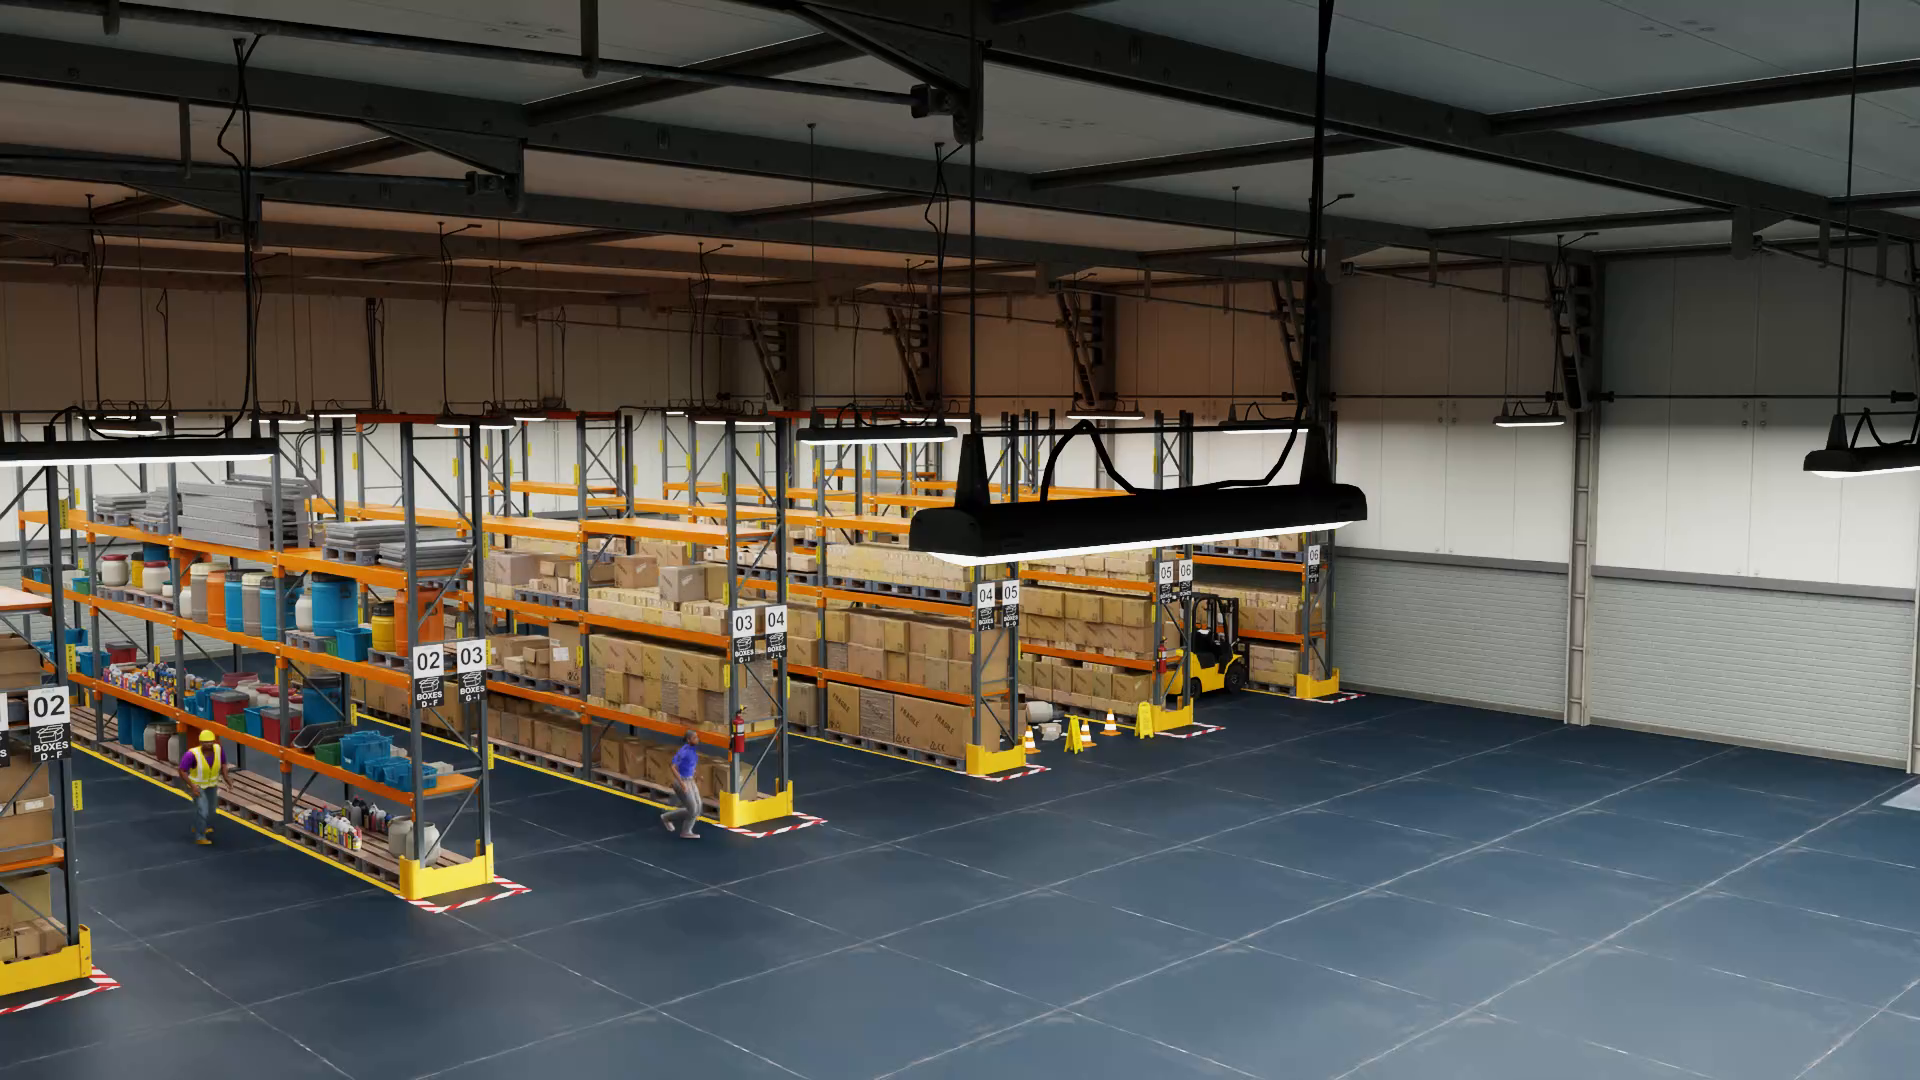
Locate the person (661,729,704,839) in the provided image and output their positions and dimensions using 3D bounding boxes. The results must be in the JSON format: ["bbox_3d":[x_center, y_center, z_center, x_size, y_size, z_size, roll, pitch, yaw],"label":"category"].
[{"bbox_3d":[-3.977,3.538,23.788,0.605,1.481,0.600,1,5,10],"label":"person"}]

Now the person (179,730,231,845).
[{"bbox_3d":[-10.701,3.465,23.445,0.868,1.672,0.678,3,6,31],"label":"person"}]

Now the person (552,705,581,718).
[{"bbox_3d":[-7.790,2.639,32.825,0.839,1.718,0.529,5,7,43],"label":"person"}]
